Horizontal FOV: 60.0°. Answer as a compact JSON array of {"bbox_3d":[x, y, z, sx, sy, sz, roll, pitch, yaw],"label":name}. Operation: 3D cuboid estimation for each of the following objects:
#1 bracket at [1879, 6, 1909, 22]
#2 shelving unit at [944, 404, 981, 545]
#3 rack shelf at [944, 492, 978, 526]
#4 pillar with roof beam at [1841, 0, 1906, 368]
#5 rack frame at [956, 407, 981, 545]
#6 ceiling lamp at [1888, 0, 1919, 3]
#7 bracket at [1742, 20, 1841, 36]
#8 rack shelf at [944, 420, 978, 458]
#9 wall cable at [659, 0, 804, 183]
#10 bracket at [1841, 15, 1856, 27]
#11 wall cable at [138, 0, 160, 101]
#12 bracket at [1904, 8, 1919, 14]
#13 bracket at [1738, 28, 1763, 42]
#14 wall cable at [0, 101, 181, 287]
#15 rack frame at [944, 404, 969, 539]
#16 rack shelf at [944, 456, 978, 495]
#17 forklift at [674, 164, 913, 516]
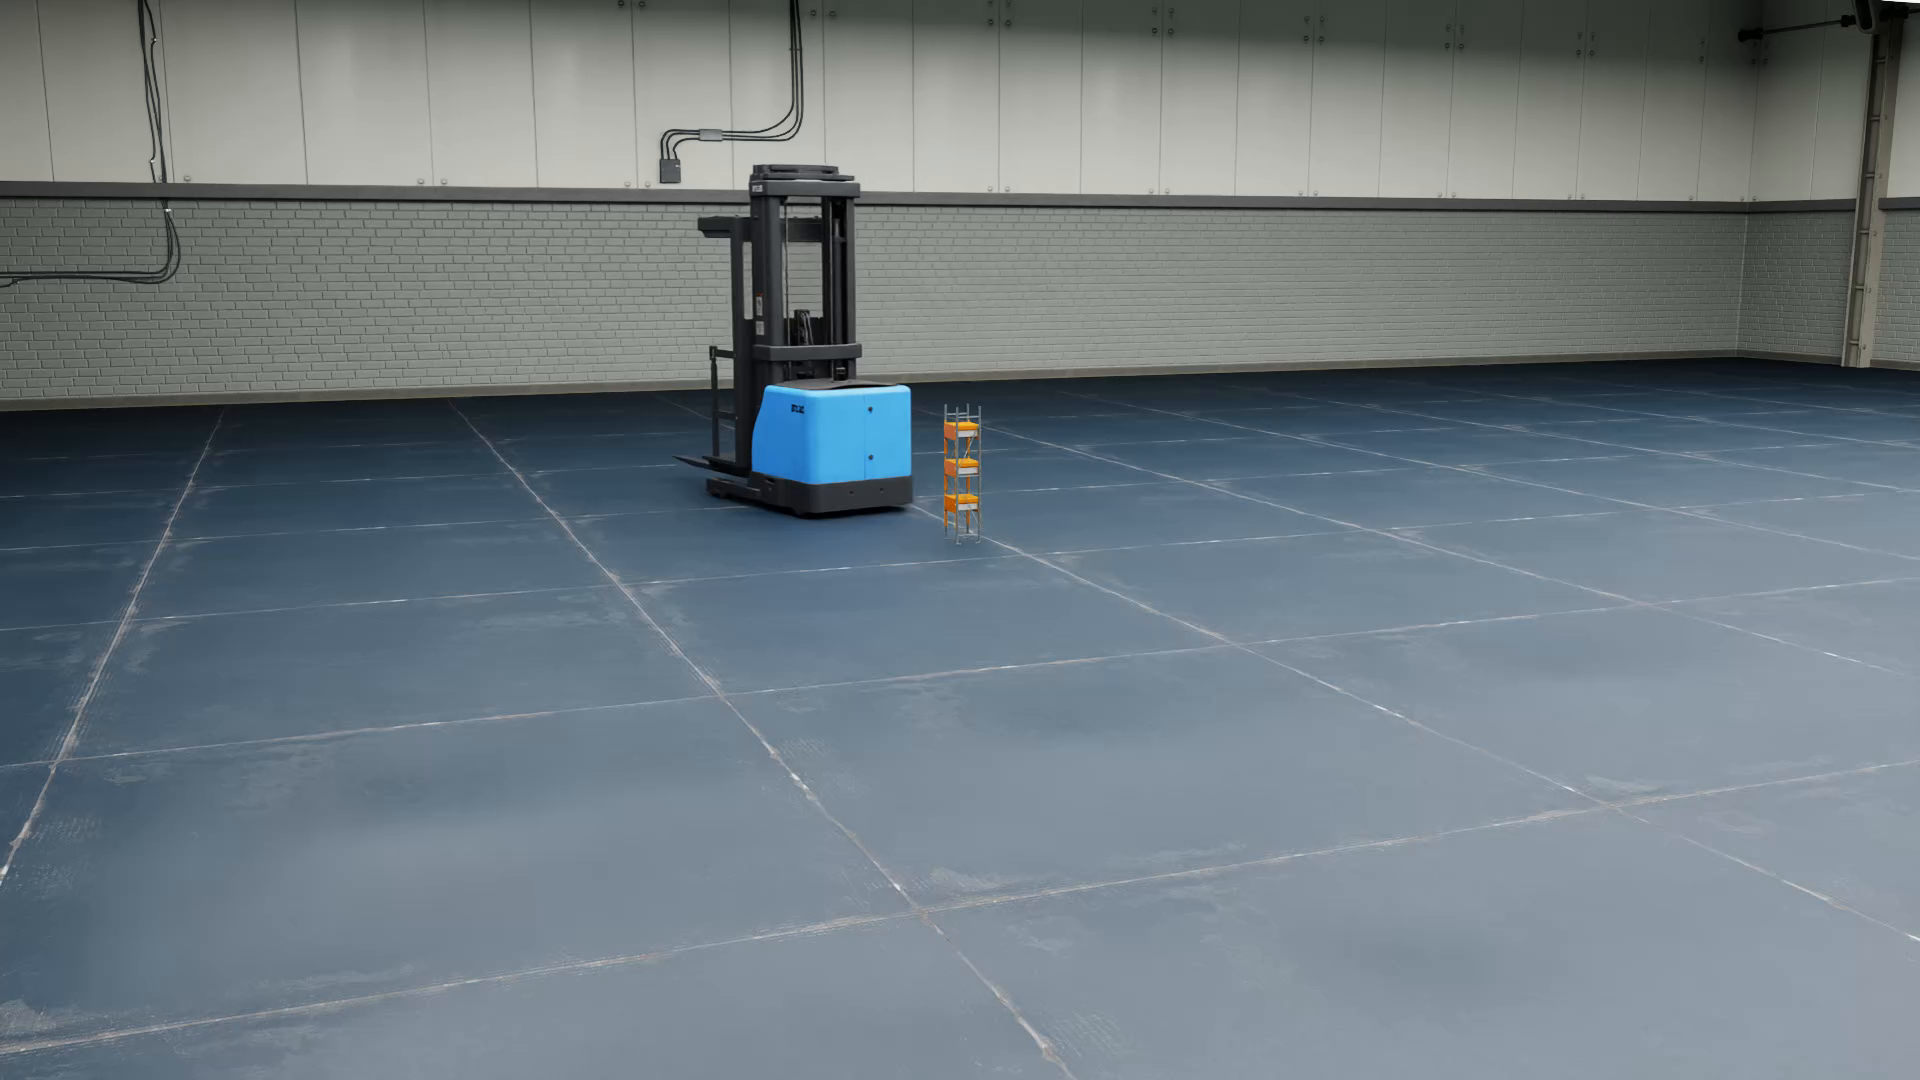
[{"bbox_3d":[16.638,-9.367,29.608,0.235,0.232,0.430,-4,11,-21],"label":"bracket"},{"bbox_3d":[0.019,-0.508,12.779,0.215,1.050,0.252,-4,11,-21],"label":"shelving unit"},{"bbox_3d":[0.019,-0.224,12.830,0.215,0.259,0.240,-4,11,-21],"label":"rack shelf"},{"bbox_3d":[12.806,-7.412,28.895,9.100,9.000,0.548,-4,11,-21],"label":"pillar with roof beam"},{"bbox_3d":[0.064,-0.488,12.667,0.200,1.050,0.008,-4,11,-21],"label":"rack frame"},{"bbox_3d":[13.595,-9.634,24.601,2.000,3.144,0.800,-4,11,-21],"label":"ceiling lamp"},{"bbox_3d":[15.692,-9.793,32.003,0.076,0.066,3.189,-4,11,-21],"label":"bracket"},{"bbox_3d":[0.019,-0.777,12.731,0.215,0.259,0.240,-4,11,-21],"label":"rack shelf"},{"bbox_3d":[-3.522,-8.525,25.443,2.305,6.003,0.169,-4,11,-21],"label":"wall cable"},{"bbox_3d":[16.337,-9.503,30.370,0.235,0.232,0.430,-4,11,-21],"label":"bracket"},{"bbox_3d":[-9.855,-7.381,23.163,3.097,2.526,0.112,-4,11,-21],"label":"wall cable"},{"bbox_3d":[17.571,-8.947,27.244,0.076,0.066,4.783,-4,11,-21],"label":"bracket"},{"bbox_3d":[15.478,-9.890,32.545,0.235,0.232,0.430,-4,11,-21],"label":"bracket"},{"bbox_3d":[-12.376,-4.722,22.640,3.097,2.526,0.112,-4,11,-21],"label":"wall cable"},{"bbox_3d":[-0.025,-0.528,12.891,0.200,1.050,0.008,-4,11,-21],"label":"rack frame"},{"bbox_3d":[0.019,-0.498,12.781,0.215,0.259,0.240,-4,11,-21],"label":"rack shelf"},{"bbox_3d":[-1.660,-1.859,15.001,1.130,2.935,3.031,-7,12,-34],"label":"forklift"}]
